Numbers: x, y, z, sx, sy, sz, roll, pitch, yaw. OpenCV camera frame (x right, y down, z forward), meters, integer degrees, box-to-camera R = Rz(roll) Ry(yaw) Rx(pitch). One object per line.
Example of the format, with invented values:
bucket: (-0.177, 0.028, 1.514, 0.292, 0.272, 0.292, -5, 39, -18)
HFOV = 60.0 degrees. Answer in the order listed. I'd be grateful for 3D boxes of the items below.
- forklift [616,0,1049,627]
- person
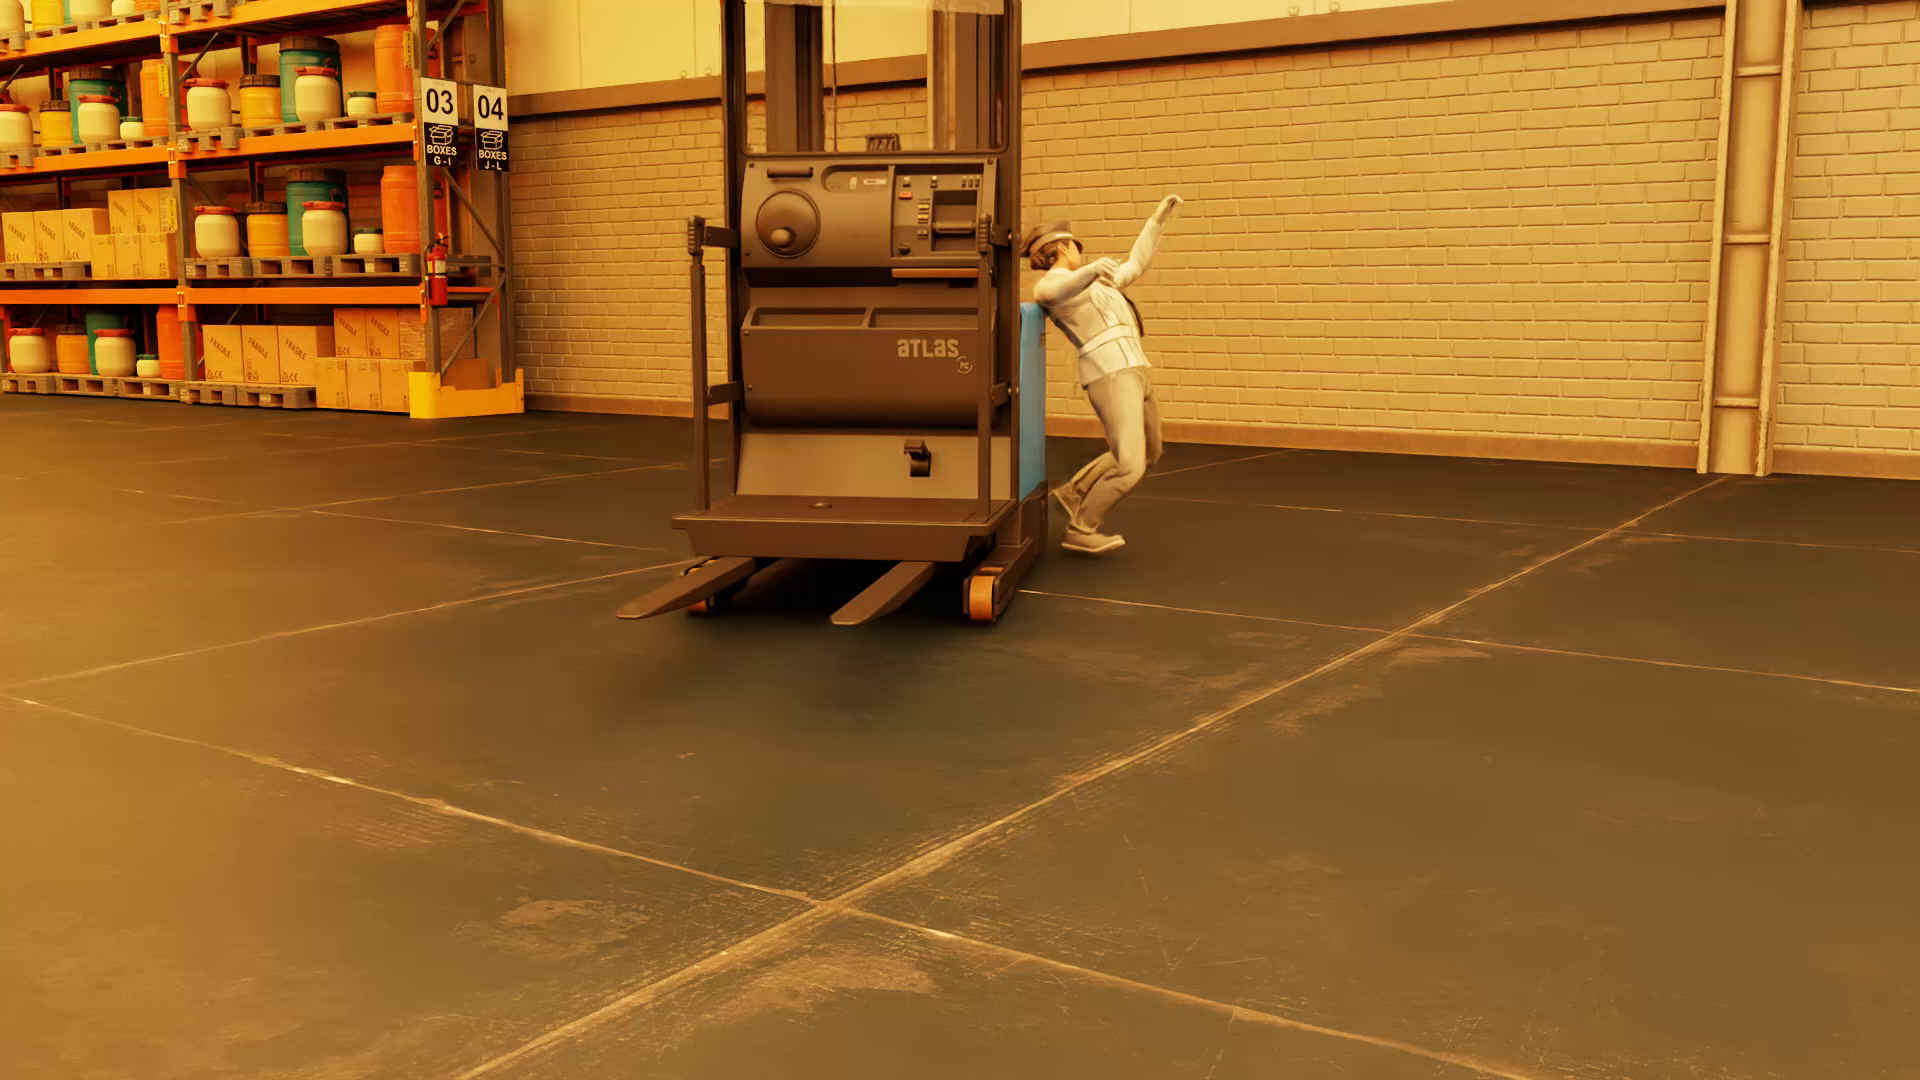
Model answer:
forklift: (-0.363, -1.224, 5.797, 1.130, 2.935, 3.031, 1, 8, 9)
person: (0.524, -0.697, 6.976, 0.708, 1.501, 0.979, 2, 8, 15)
